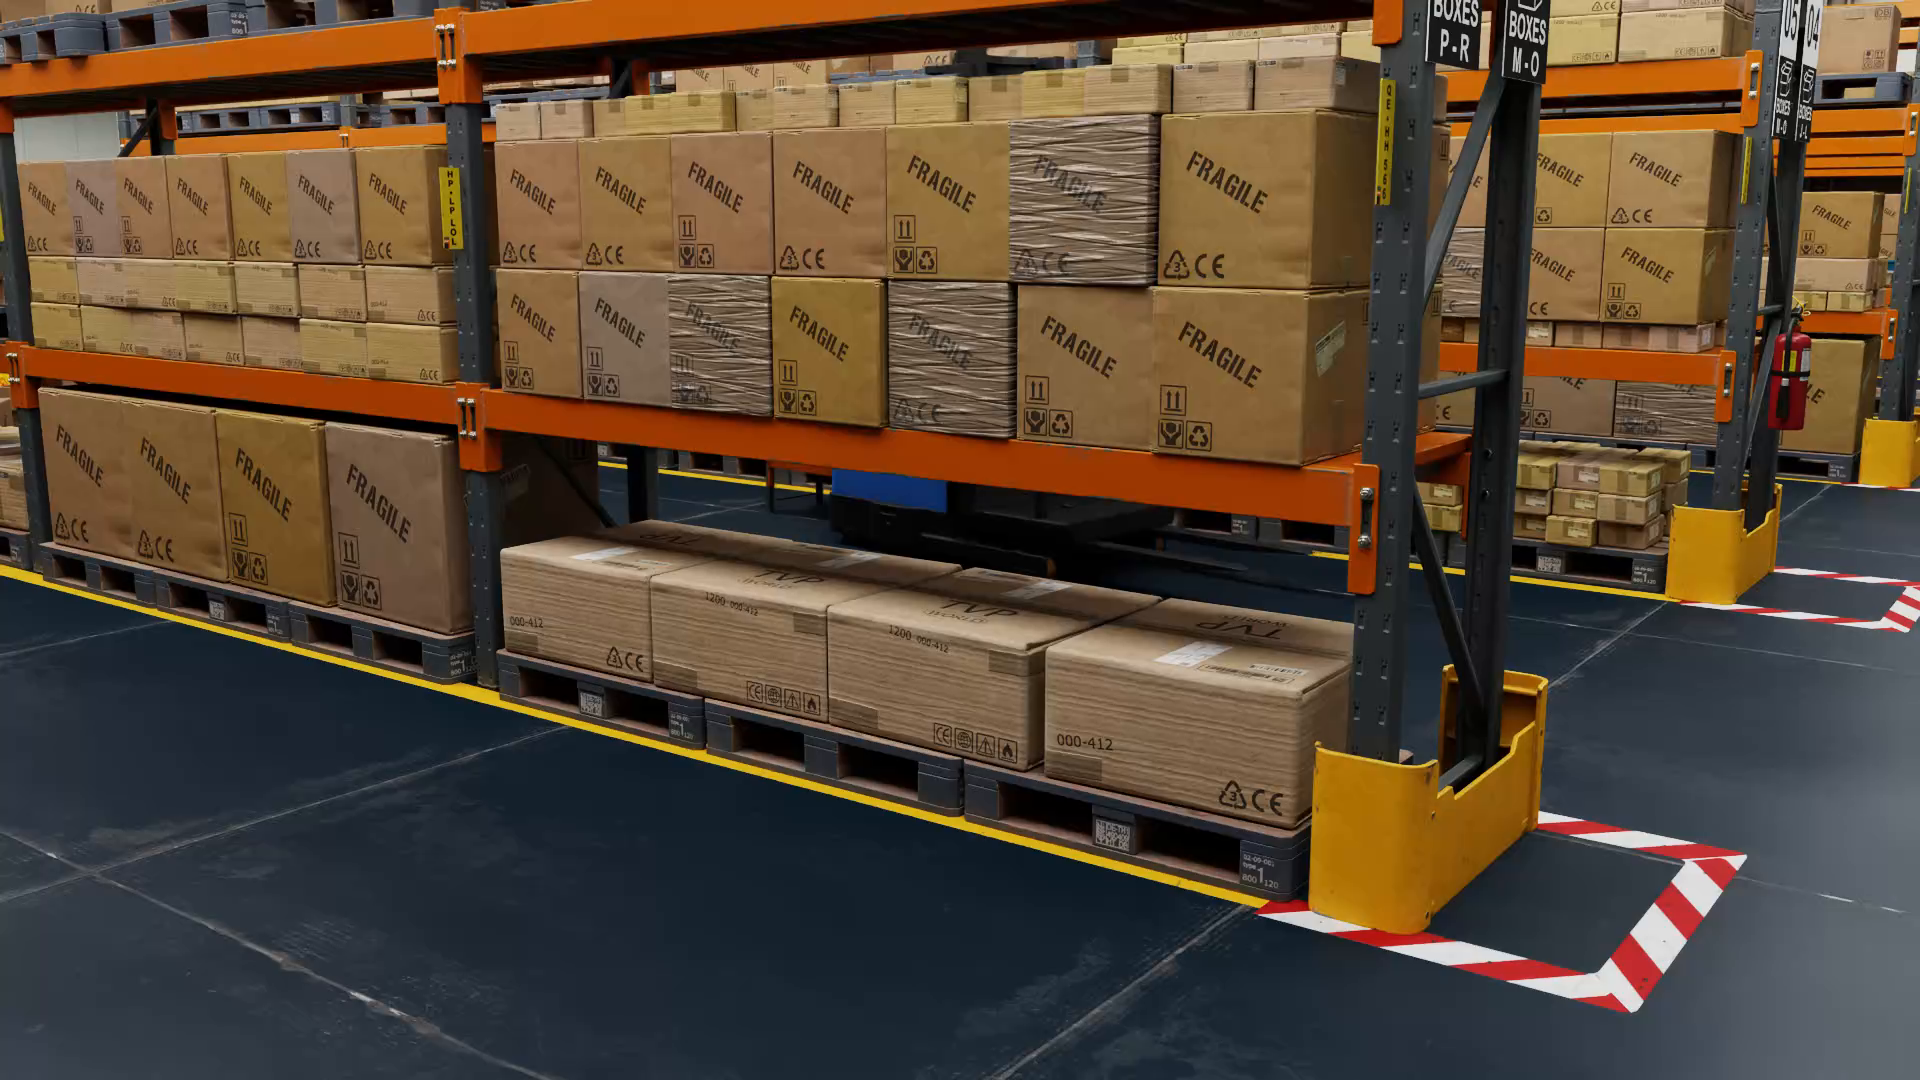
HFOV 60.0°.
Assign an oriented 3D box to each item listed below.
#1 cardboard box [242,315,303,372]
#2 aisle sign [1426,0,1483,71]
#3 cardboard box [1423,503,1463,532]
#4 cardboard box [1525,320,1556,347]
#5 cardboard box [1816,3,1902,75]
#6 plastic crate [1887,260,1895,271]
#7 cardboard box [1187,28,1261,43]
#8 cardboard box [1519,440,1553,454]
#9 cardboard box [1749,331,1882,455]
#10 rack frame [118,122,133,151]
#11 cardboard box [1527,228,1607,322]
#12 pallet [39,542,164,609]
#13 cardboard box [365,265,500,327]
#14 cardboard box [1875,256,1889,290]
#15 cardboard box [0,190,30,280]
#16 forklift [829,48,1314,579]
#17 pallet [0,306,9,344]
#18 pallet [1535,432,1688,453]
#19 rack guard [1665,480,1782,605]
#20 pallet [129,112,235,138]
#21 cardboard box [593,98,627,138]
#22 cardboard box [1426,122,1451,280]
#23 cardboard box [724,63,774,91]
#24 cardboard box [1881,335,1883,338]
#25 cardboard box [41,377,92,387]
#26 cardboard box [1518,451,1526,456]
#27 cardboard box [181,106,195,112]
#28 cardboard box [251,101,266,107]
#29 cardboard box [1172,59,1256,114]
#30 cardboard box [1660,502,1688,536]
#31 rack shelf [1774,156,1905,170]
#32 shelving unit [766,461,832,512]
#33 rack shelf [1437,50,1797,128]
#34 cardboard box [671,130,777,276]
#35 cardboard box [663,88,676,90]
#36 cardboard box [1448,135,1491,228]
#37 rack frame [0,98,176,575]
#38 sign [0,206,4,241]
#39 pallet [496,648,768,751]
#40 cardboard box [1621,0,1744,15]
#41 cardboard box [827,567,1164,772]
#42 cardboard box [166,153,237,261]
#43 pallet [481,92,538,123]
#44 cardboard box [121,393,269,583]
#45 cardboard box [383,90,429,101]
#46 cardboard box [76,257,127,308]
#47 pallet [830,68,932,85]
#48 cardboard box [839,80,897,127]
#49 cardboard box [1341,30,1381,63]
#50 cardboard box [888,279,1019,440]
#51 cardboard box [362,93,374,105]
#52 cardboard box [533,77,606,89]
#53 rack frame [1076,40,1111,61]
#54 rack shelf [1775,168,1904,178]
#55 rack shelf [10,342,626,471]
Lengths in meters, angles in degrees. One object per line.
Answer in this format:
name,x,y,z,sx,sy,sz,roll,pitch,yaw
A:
cardboard box,-3.072,-0.961,7.993,0.500,0.250,0.500,8,13,34
aisle sign,1.342,-1.676,4.453,0.004,0.787,0.394,8,13,36
cardboard box,2.890,-0.160,9.858,0.250,0.149,0.380,7,13,33
cardboard box,3.278,-1.180,9.391,0.250,0.149,0.380,8,14,37
cardboard box,6.883,-3.800,12.745,0.500,0.500,0.700,7,13,32
plastic crate,9.731,-2.830,17.546,0.300,0.233,0.416,8,13,36
cardboard box,1.737,-3.171,10.207,0.500,0.250,0.500,8,13,35
cardboard box,3.426,-0.510,10.102,0.250,0.149,0.380,7,13,33
cardboard box,6.771,-1.195,13.300,0.875,0.875,0.875,8,13,36
rack frame,-8.580,-3.024,18.261,0.127,3.000,1.000,8,13,36
cardboard box,3.390,-1.490,9.286,0.500,0.500,0.500,8,13,35
pallet,-4.389,0.114,9.384,1.213,0.211,1.003,8,13,36
cardboard box,-2.255,-1.089,7.343,0.500,0.250,0.500,8,13,35
cardboard box,7.107,-2.140,13.308,0.500,0.250,0.500,8,13,34
cardboard box,-5.511,-1.765,9.603,0.500,0.500,0.500,7,13,34
forklift,0.595,-1.307,9.569,3.031,2.935,1.130,10,15,43
pallet,-5.618,-1.325,9.985,1.003,0.211,1.213,8,13,36
pallet,5.664,-0.819,14.207,1.213,0.211,1.003,8,13,36
rack guard,4.255,-0.006,9.245,0.348,0.500,1.175,8,13,36
pallet,-7.975,-4.371,17.562,1.213,0.211,1.003,8,13,36
cardboard box,-1.208,-1.640,6.506,0.250,0.149,0.380,8,13,35
cardboard box,1.250,-1.093,5.387,0.500,0.500,0.500,8,13,34
cardboard box,-1.422,-3.486,12.491,0.500,0.500,0.500,8,13,36
cardboard box,12.124,-2.572,22.007,0.500,0.250,0.500,8,13,36
cardboard box,-7.175,-1.225,13.553,0.500,0.500,0.500,8,13,36
cardboard box,3.116,-0.430,9.687,0.250,0.149,0.380,7,13,33
cardboard box,-7.679,-4.427,16.911,0.250,0.149,0.380,8,14,36
cardboard box,-6.657,-4.285,16.175,0.250,0.149,0.380,8,14,36
cardboard box,0.841,-1.349,5.000,0.250,0.149,0.380,8,14,37
cardboard box,4.084,-0.139,9.752,0.250,0.149,0.380,8,14,37
rack shelf,11.588,-4.833,21.612,4.000,0.370,1.077,8,13,36
shelving unit,-0.790,-0.713,11.255,1.048,1.125,0.538,10,15,43
rack shelf,2.704,-2.569,9.909,4.000,0.370,1.077,8,13,36
cardboard box,-0.706,-1.238,6.134,0.500,0.500,0.500,8,14,37
cardboard box,-2.585,-3.923,13.881,0.500,0.311,0.500,8,14,36
cardboard box,2.968,-2.038,9.489,0.500,0.500,0.500,9,14,38
rack frame,-4.980,-1.355,9.636,0.127,3.000,1.000,8,13,36
sign,-5.294,-1.800,9.099,0.005,0.325,0.100,8,13,36
pallet,-1.189,0.561,7.073,1.213,0.211,1.003,8,13,36
cardboard box,3.795,-2.882,8.711,0.500,0.250,0.500,7,13,34
cardboard box,0.134,0.436,6.021,0.875,0.438,0.875,8,14,37
cardboard box,-3.509,-1.630,8.162,0.500,0.500,0.500,8,14,36
pallet,-3.585,-3.694,14.325,1.213,0.211,1.003,9,14,38
cardboard box,-3.756,-0.327,8.810,0.875,0.875,0.875,8,14,36
cardboard box,-5.017,-4.130,15.067,0.396,0.266,0.258,8,13,35
cardboard box,-4.302,-1.374,8.812,0.500,0.250,0.500,8,14,37
pallet,-0.180,-3.257,12.064,1.003,0.211,1.213,8,13,36
cardboard box,-0.201,-1.491,5.737,0.250,0.149,0.380,8,14,37
cardboard box,2.546,-2.805,9.631,0.500,0.250,0.500,9,14,38
cardboard box,0.107,-0.633,5.644,0.500,0.500,0.500,8,14,37
cardboard box,-5.658,-4.300,16.256,0.250,0.149,0.380,8,14,36
cardboard box,-3.152,-3.880,13.657,0.500,0.311,0.500,8,13,36
rack frame,1.092,-4.620,10.718,0.127,3.000,1.000,8,13,36
rack shelf,14.518,-5.592,25.534,4.000,0.370,1.077,8,13,36
rack shelf,-3.368,-0.777,8.543,4.000,0.370,1.077,8,13,36
